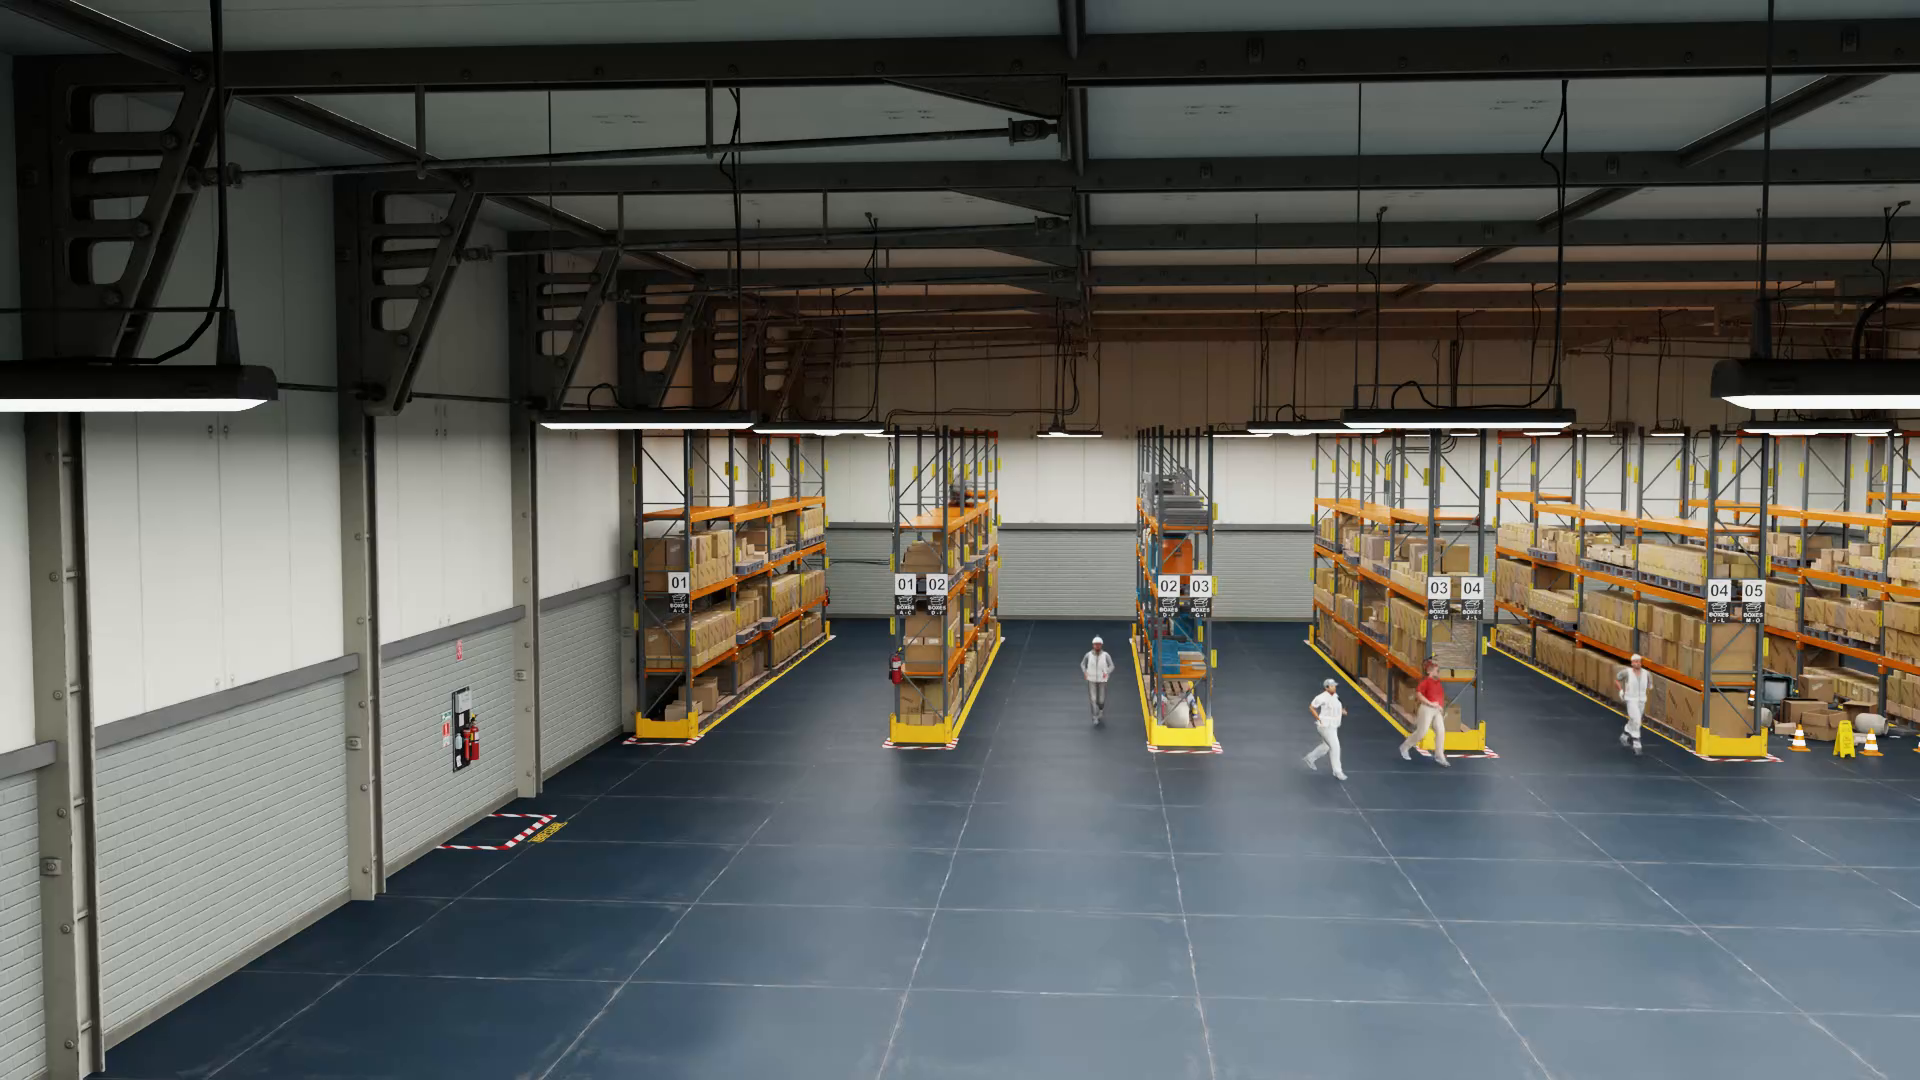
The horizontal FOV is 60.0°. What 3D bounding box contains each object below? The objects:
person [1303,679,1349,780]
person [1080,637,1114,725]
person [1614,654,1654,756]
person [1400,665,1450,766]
[{"bbox_3d":[6.256,3.193,28.318,0.871,1.690,0.591,3,4,39],"label":"person"},{"bbox_3d":[2.772,2.832,33.625,0.683,1.742,0.675,0,3,5],"label":"person"},{"bbox_3d":[12.395,2.997,30.493,0.623,1.839,0.845,0,3,-8],"label":"person"},{"bbox_3d":[8.381,3.089,29.531,0.738,1.716,0.964,-3,4,-37],"label":"person"}]
